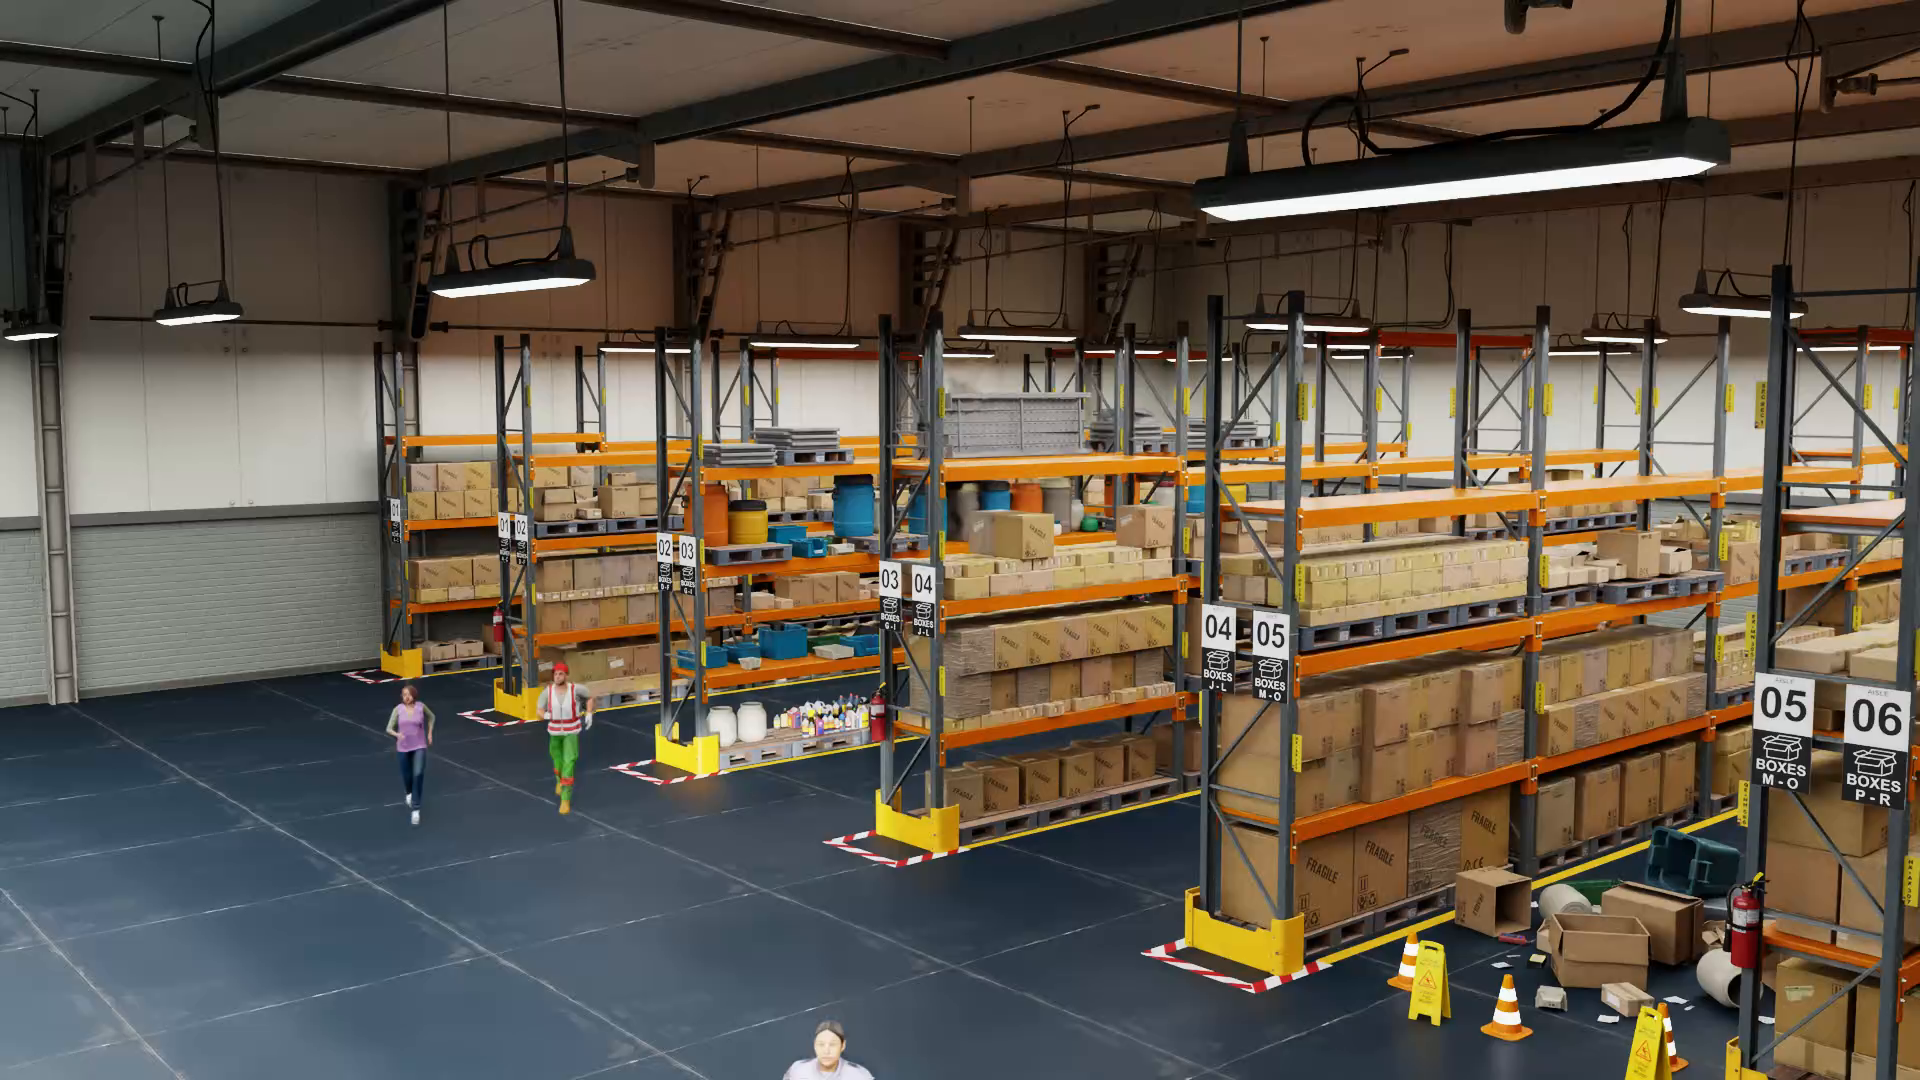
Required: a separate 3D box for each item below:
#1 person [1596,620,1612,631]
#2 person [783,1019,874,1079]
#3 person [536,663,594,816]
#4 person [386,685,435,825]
[{"bbox_3d":[9.836,2.003,25.551,0.603,1.683,0.597,-5,7,-43],"label":"person"},{"bbox_3d":[-0.728,3.494,9.255,0.594,1.678,0.858,0,5,0],"label":"person"},{"bbox_3d":[-4.879,2.399,20.554,0.672,1.812,0.987,0,5,-2],"label":"person"},{"bbox_3d":[-6.612,2.541,20.040,0.550,1.614,0.860,-1,5,-14],"label":"person"}]
